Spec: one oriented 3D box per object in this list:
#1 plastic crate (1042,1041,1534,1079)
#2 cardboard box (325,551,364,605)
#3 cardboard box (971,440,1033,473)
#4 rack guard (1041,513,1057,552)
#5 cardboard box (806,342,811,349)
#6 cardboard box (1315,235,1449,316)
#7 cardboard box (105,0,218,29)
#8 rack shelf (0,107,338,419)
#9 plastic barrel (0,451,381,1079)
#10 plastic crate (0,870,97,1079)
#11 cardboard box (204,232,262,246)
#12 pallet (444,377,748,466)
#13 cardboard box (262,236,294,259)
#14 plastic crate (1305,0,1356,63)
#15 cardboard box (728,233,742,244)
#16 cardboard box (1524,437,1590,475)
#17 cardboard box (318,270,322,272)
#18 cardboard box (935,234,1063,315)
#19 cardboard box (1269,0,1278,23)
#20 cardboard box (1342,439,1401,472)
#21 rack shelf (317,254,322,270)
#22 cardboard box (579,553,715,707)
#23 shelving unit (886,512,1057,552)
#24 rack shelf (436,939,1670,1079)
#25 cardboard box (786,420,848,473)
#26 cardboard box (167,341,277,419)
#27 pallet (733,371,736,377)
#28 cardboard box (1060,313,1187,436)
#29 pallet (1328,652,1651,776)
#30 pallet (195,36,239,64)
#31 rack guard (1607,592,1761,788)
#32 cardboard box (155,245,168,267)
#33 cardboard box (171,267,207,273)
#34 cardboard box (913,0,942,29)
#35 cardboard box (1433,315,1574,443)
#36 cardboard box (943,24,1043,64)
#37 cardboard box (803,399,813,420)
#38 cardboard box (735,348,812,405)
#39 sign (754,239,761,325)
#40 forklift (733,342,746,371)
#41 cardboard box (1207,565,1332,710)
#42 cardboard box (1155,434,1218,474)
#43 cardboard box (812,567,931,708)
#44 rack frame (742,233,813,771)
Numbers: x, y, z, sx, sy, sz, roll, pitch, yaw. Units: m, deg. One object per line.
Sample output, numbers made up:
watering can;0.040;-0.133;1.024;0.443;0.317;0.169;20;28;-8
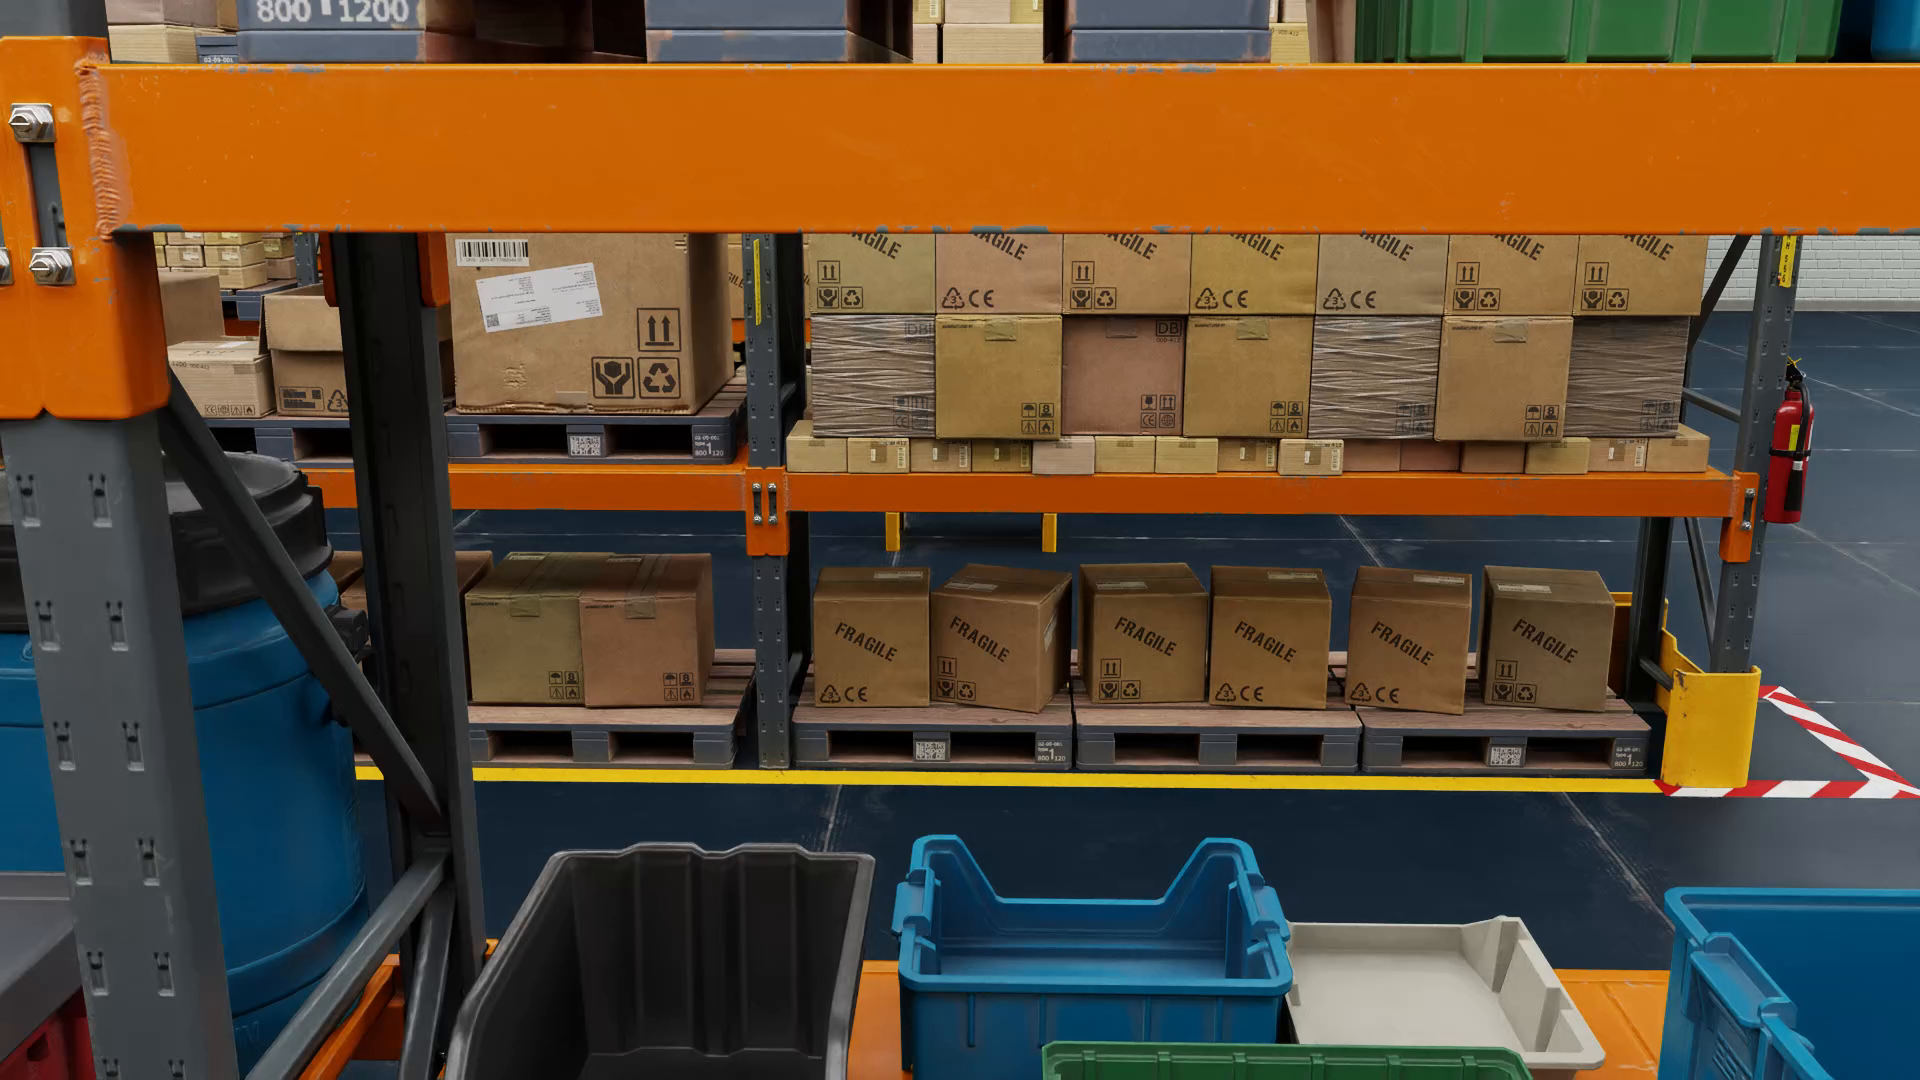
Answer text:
plastic crate;0.440;0.854;2.138;0.662;0.188;0.450;0;15;1
cardboard box;-2.990;0.379;7.560;0.500;0.500;0.700;2;15;6
cardboard box;0.174;-0.394;6.945;0.250;0.149;0.380;0;15;1
rack guard;0.574;-0.117;10.794;0.087;0.250;0.587;0;15;1
cardboard box;-1.773;-2.058;17.090;0.625;0.372;0.950;1;15;5
cardboard box;1.660;-1.188;6.724;0.500;0.500;0.500;0;15;1
cardboard box;-3.309;-2.284;6.562;0.500;0.500;0.500;0;15;0
rack shelf;-2.909;-0.445;2.175;4.000;0.370;1.077;0;15;1
plastic barrel;-1.288;0.349;2.655;0.708;0.901;0.600;0;15;1
plastic crate;-1.402;0.715;2.125;0.583;0.464;0.402;0;15;1
cardboard box;-5.056;-2.138;11.566;0.250;0.149;0.380;0;15;-1
pallet;-1.544;-0.541;7.388;1.213;0.211;1.003;0;15;1
cardboard box;-5.032;-2.162;12.241;0.250;0.149;0.380;1;15;4
plastic crate;0.705;-0.745;2.419;0.396;0.136;0.243;0;15;1
cardboard box;-1.566;-2.393;11.873;0.500;0.500;0.700;0;15;0
cardboard box;2.424;-0.384;6.908;0.250;0.149;0.380;0;15;1
cardboard box;-7.003;-2.360;17.246;0.875;0.875;0.875;1;15;3
cardboard box;0.160;-1.197;6.758;0.500;0.500;0.500;0;15;1
cardboard box;1.097;-2.090;6.515;0.250;0.149;0.380;1;15;3
cardboard box;1.675;-0.398;6.960;0.250;0.149;0.380;0;15;1
rack shelf;-6.528;-2.811;17.023;4.000;0.370;1.077;0;15;1
cardboard box;-1.397;0.394;7.503;0.500;0.500;0.700;-1;15;-3
shelving unit;0.076;-0.725;10.647;1.083;1.500;0.587;0;15;1
rack shelf;1.090;1.032;2.459;4.000;0.370;1.077;0;15;1
cardboard box;-0.576;-0.393;6.940;0.250;0.149;0.380;0;15;1
cardboard box;-3.112;-0.679;7.005;0.500;0.250;0.500;0;15;0
pallet;-2.531;-1.783;17.184;1.213;0.211;1.003;0;15;1
cardboard box;0.666;-0.776;7.121;0.500;0.500;0.875;0;15;1
pallet;2.328;0.767;7.517;1.213;0.211;1.003;0;15;1
pallet;-2.435;-1.989;6.987;1.003;0.211;1.213;0;15;1
rack guard;3.139;0.642;7.426;0.348;0.500;1.175;0;15;1
cardboard box;-5.590;-1.997;11.616;0.250;0.149;0.380;1;15;3
cardboard box;-5.307;-1.852;11.649;0.250;0.149;0.380;0;15;1
cardboard box;-0.198;-2.098;6.543;0.250;0.149;0.380;0;15;-1
cardboard box;2.163;-0.741;6.991;0.500;0.500;0.875;0;15;1
cardboard box;0.189;-1.900;6.574;0.500;0.250;0.500;0;15;1
cardboard box;-0.561;-0.544;7.515;0.250;0.149;0.380;0;15;1
cardboard box;-1.178;-0.953;12.158;0.750;0.750;1.050;0;15;1
sign;-0.794;-1.010;6.520;0.005;0.325;0.100;0;15;1
forklift;-1.916;-2.187;13.383;3.031;2.935;1.130;1;15;4
cardboard box;1.368;0.427;7.418;0.500;0.500;0.500;2;15;7
cardboard box;0.924;-0.386;6.916;0.250;0.149;0.380;0;15;1
cardboard box;-0.384;0.426;7.421;0.500;0.500;0.500;0;15;0
rack frame;-0.783;-0.592;7.204;0.127;3.000;1.000;0;15;1
